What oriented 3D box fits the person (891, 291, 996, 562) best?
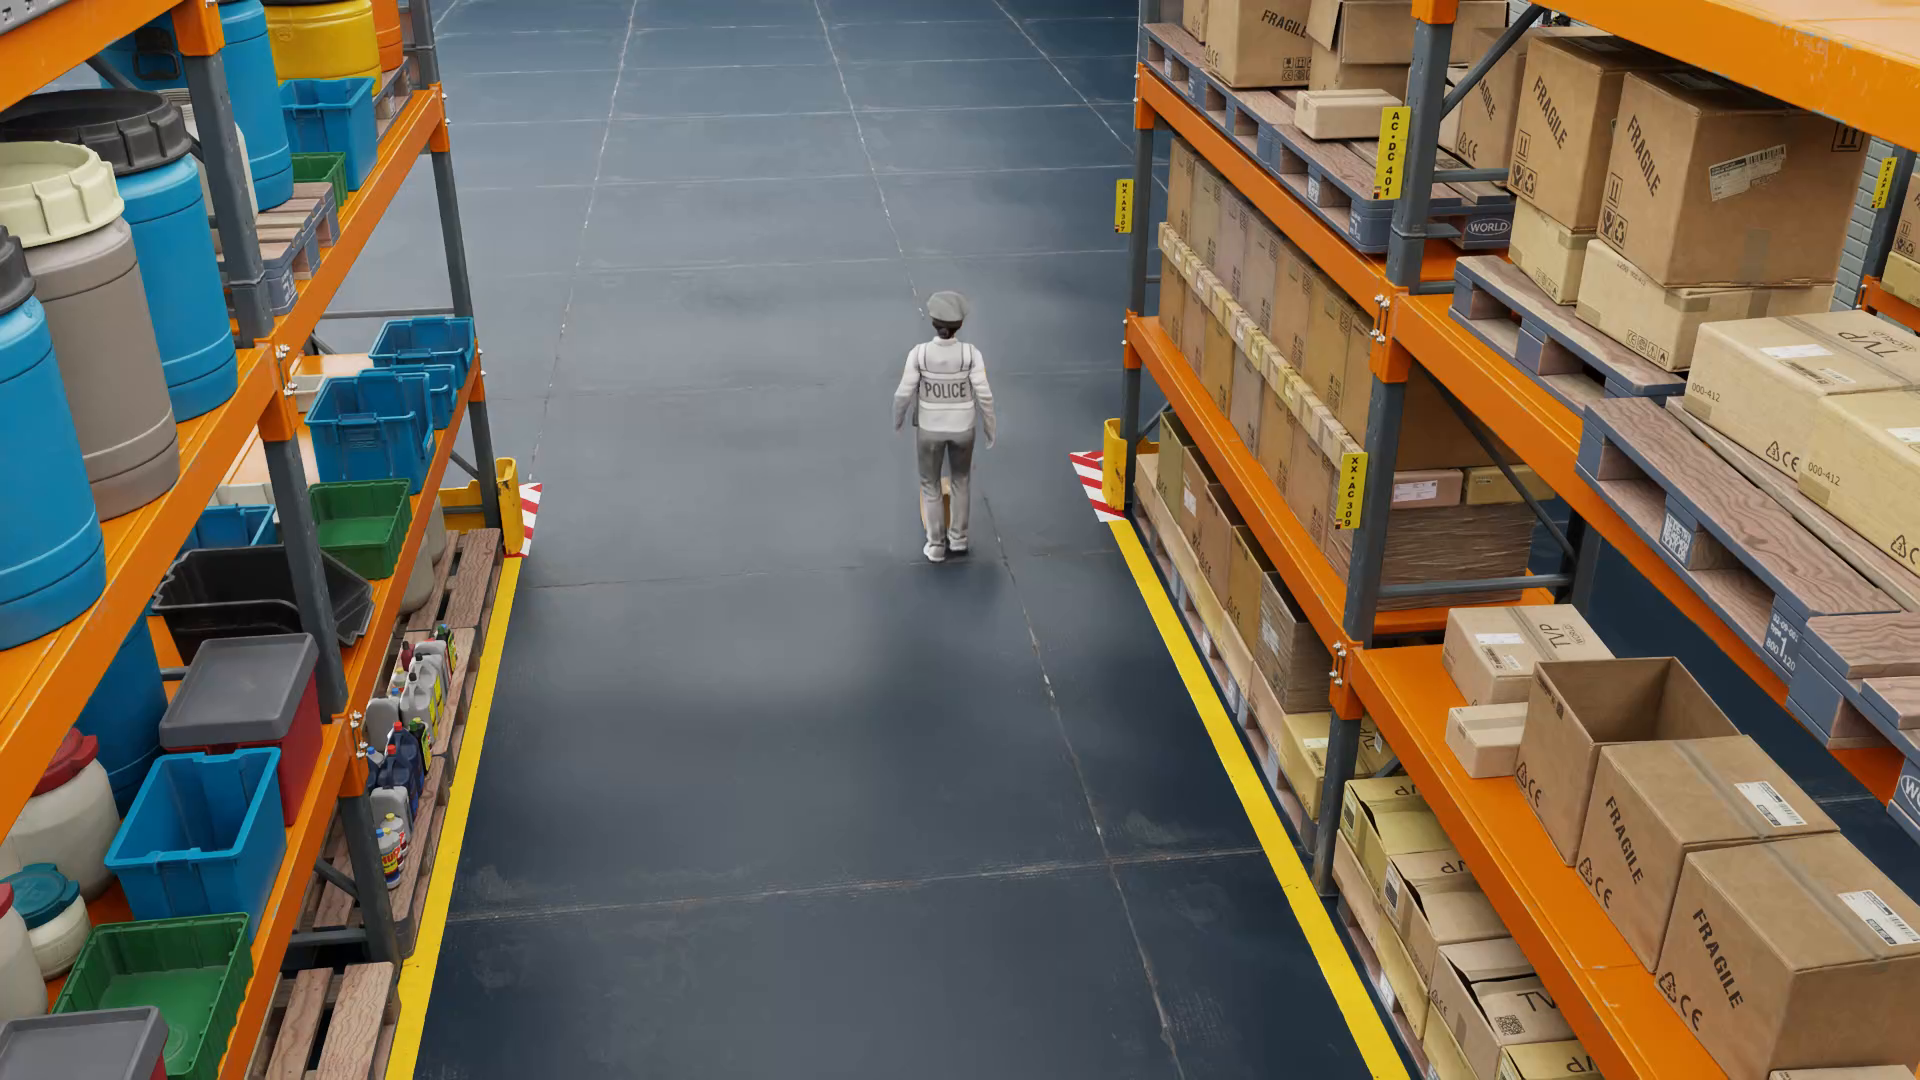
[{"bbox_3d":[-0.096,-0.637,9.914,0.611,1.754,0.389,-3,27,-6],"label":"person"}]
